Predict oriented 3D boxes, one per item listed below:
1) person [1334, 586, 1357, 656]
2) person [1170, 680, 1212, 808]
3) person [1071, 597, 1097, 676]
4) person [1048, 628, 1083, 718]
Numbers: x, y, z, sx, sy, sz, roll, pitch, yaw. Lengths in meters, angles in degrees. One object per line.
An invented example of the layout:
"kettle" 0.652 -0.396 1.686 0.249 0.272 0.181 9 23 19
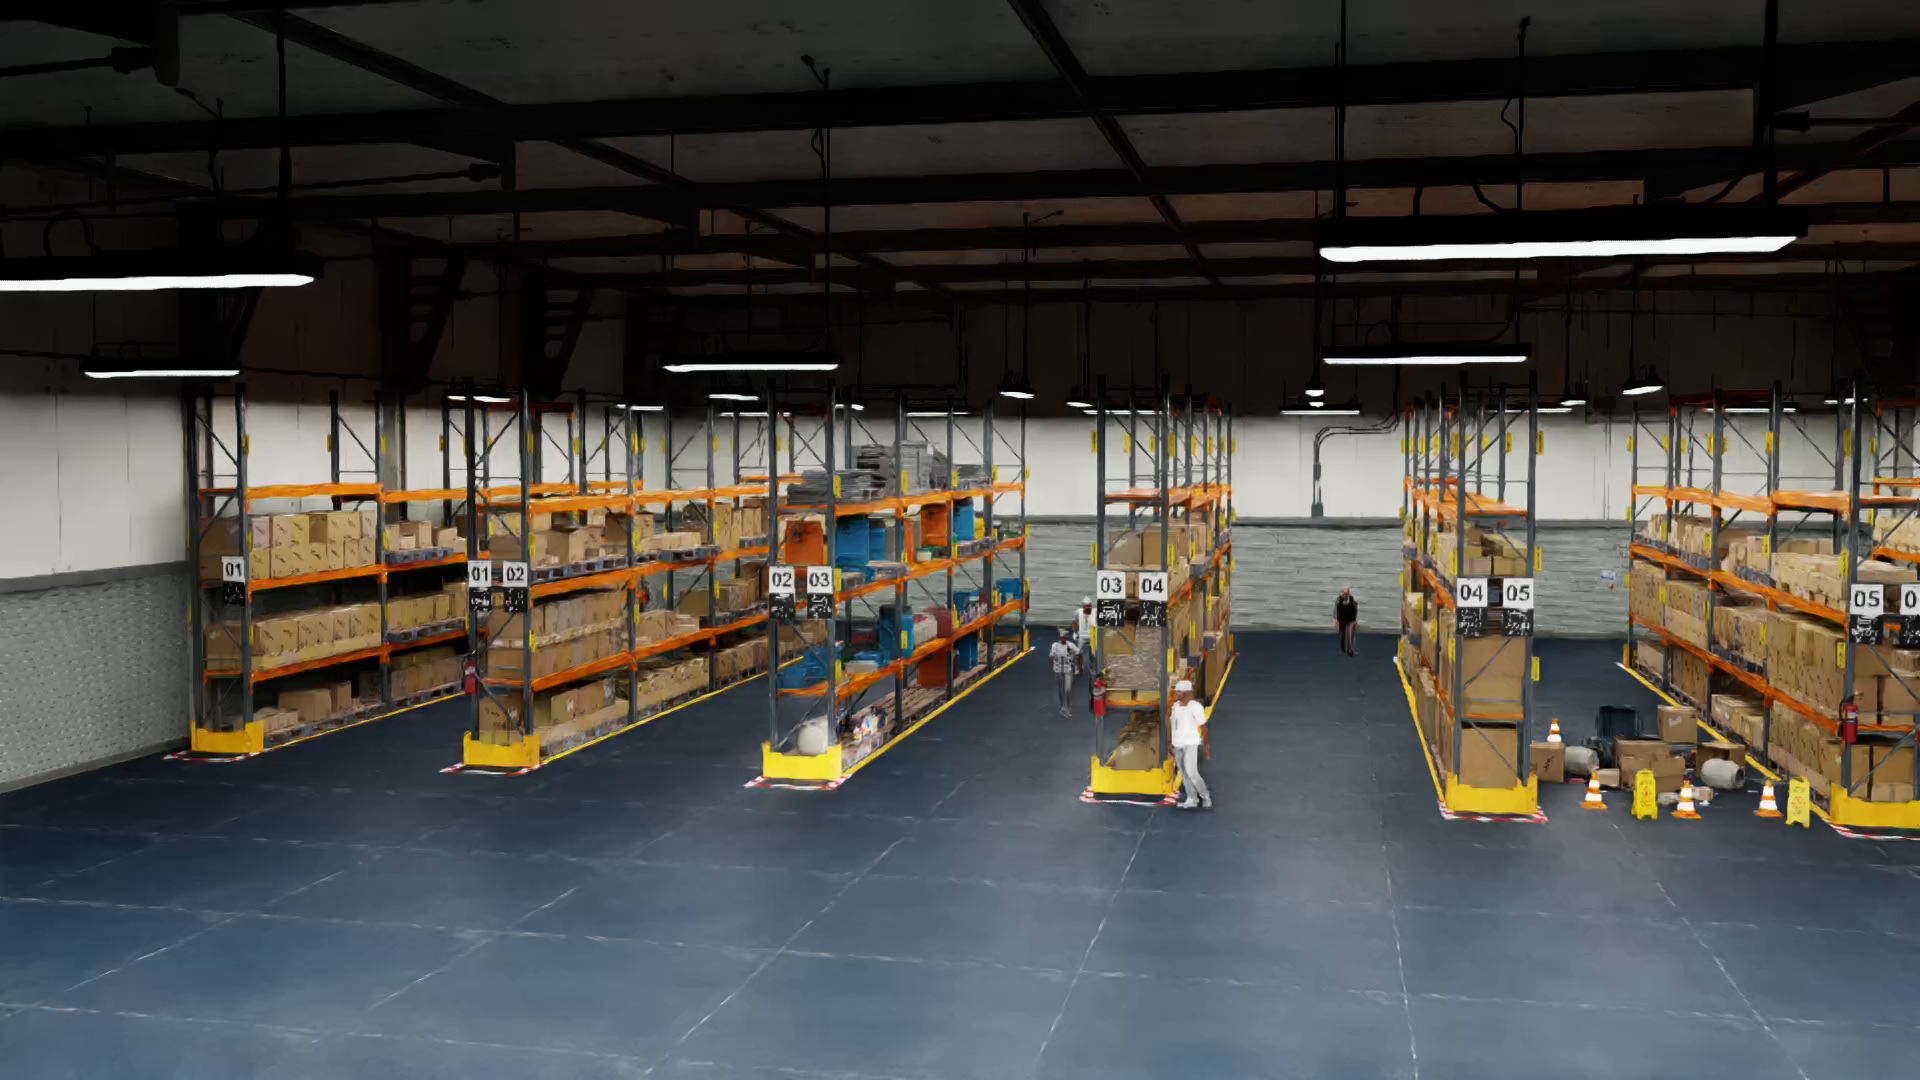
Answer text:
"person" 9.185 1.902 39.642 0.543 1.648 1.115 1 3 15
"person" 3.180 2.812 22.913 0.455 1.755 0.680 -2 4 -35
"person" 2.749 2.087 35.958 0.702 1.735 0.549 1 3 10
"person" 1.939 2.430 30.829 0.609 1.627 0.807 1 3 18
